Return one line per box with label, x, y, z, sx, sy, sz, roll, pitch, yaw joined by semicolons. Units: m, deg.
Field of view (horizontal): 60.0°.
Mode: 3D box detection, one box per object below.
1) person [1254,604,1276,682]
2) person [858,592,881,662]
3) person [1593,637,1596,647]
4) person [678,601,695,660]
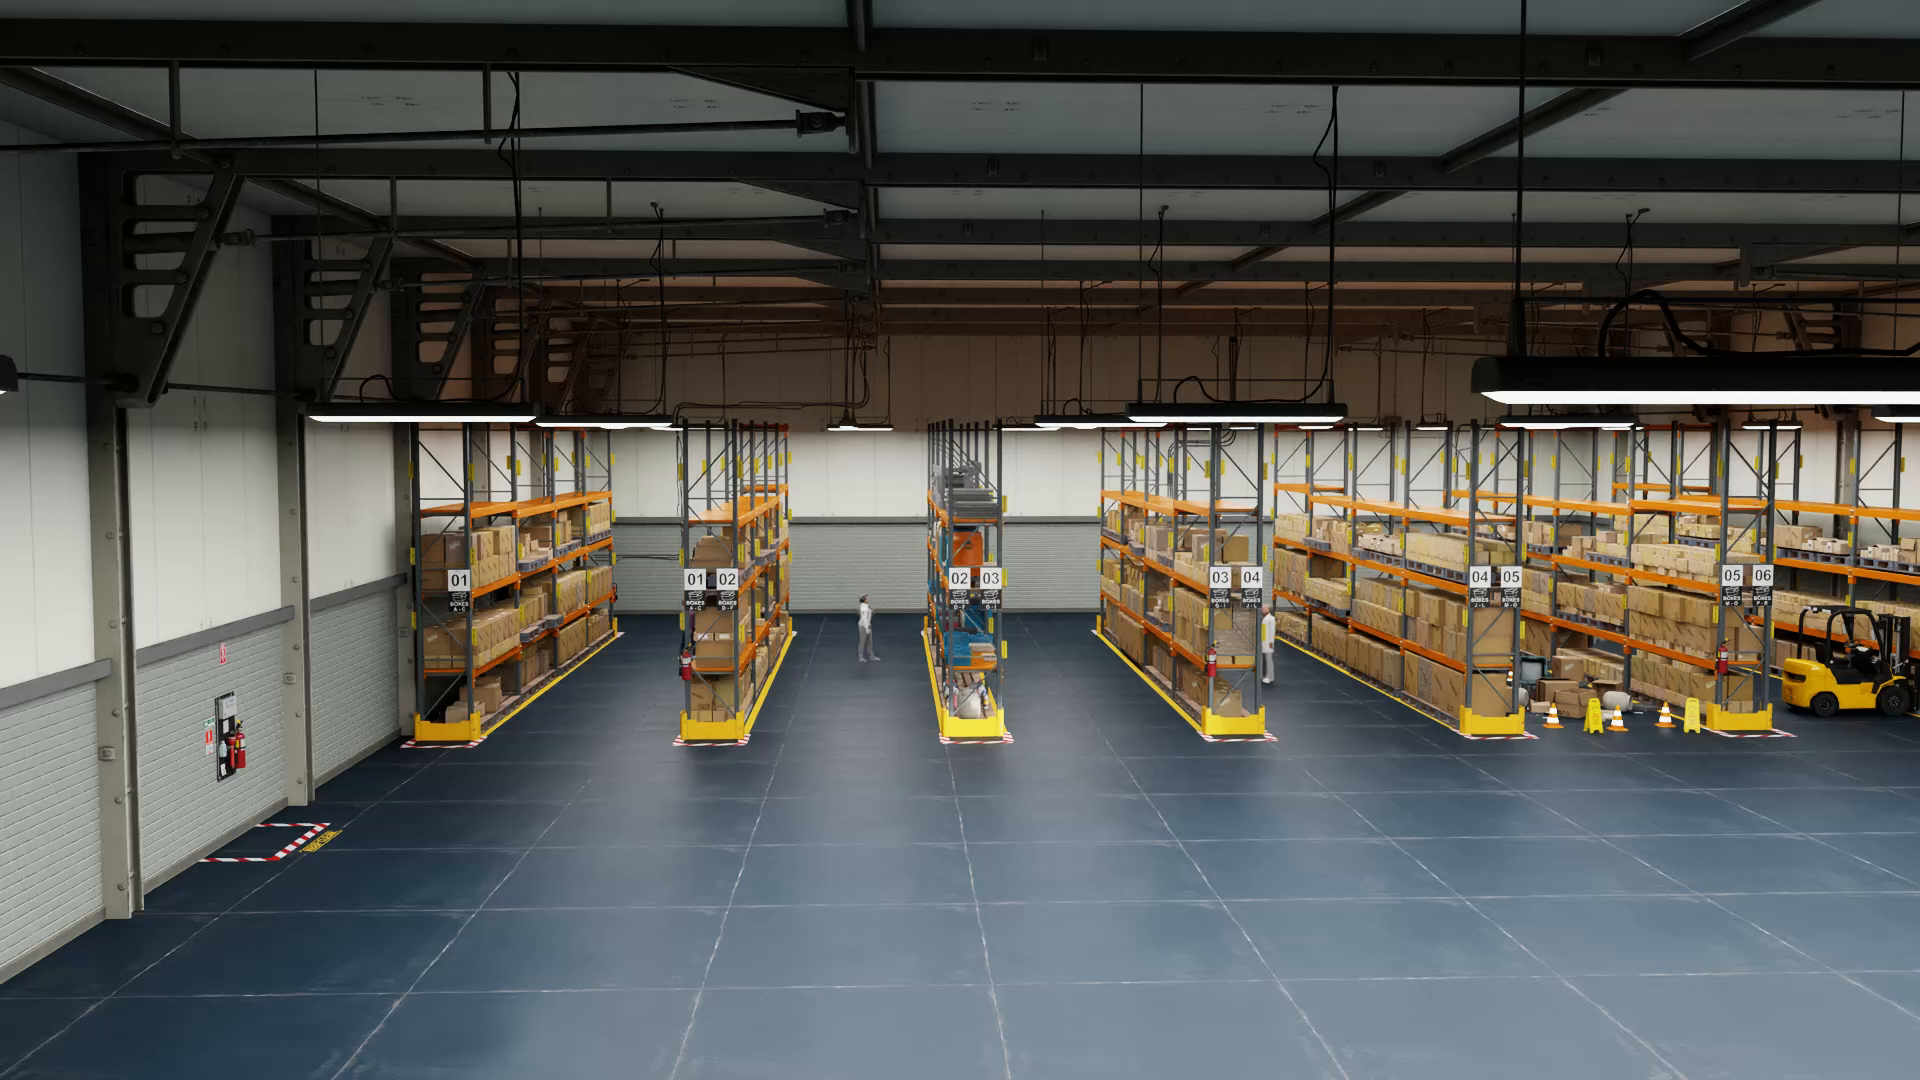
person;7.021;2.367;38.390;0.397;1.788;0.614;-2;4;-28
person;-2.241;2.125;40.636;0.508;1.691;0.535;1;4;14
person;16.707;2.103;44.261;0.495;1.707;0.538;3;5;41
person;-6.832;2.254;42.059;0.532;1.604;0.580;2;4;29
